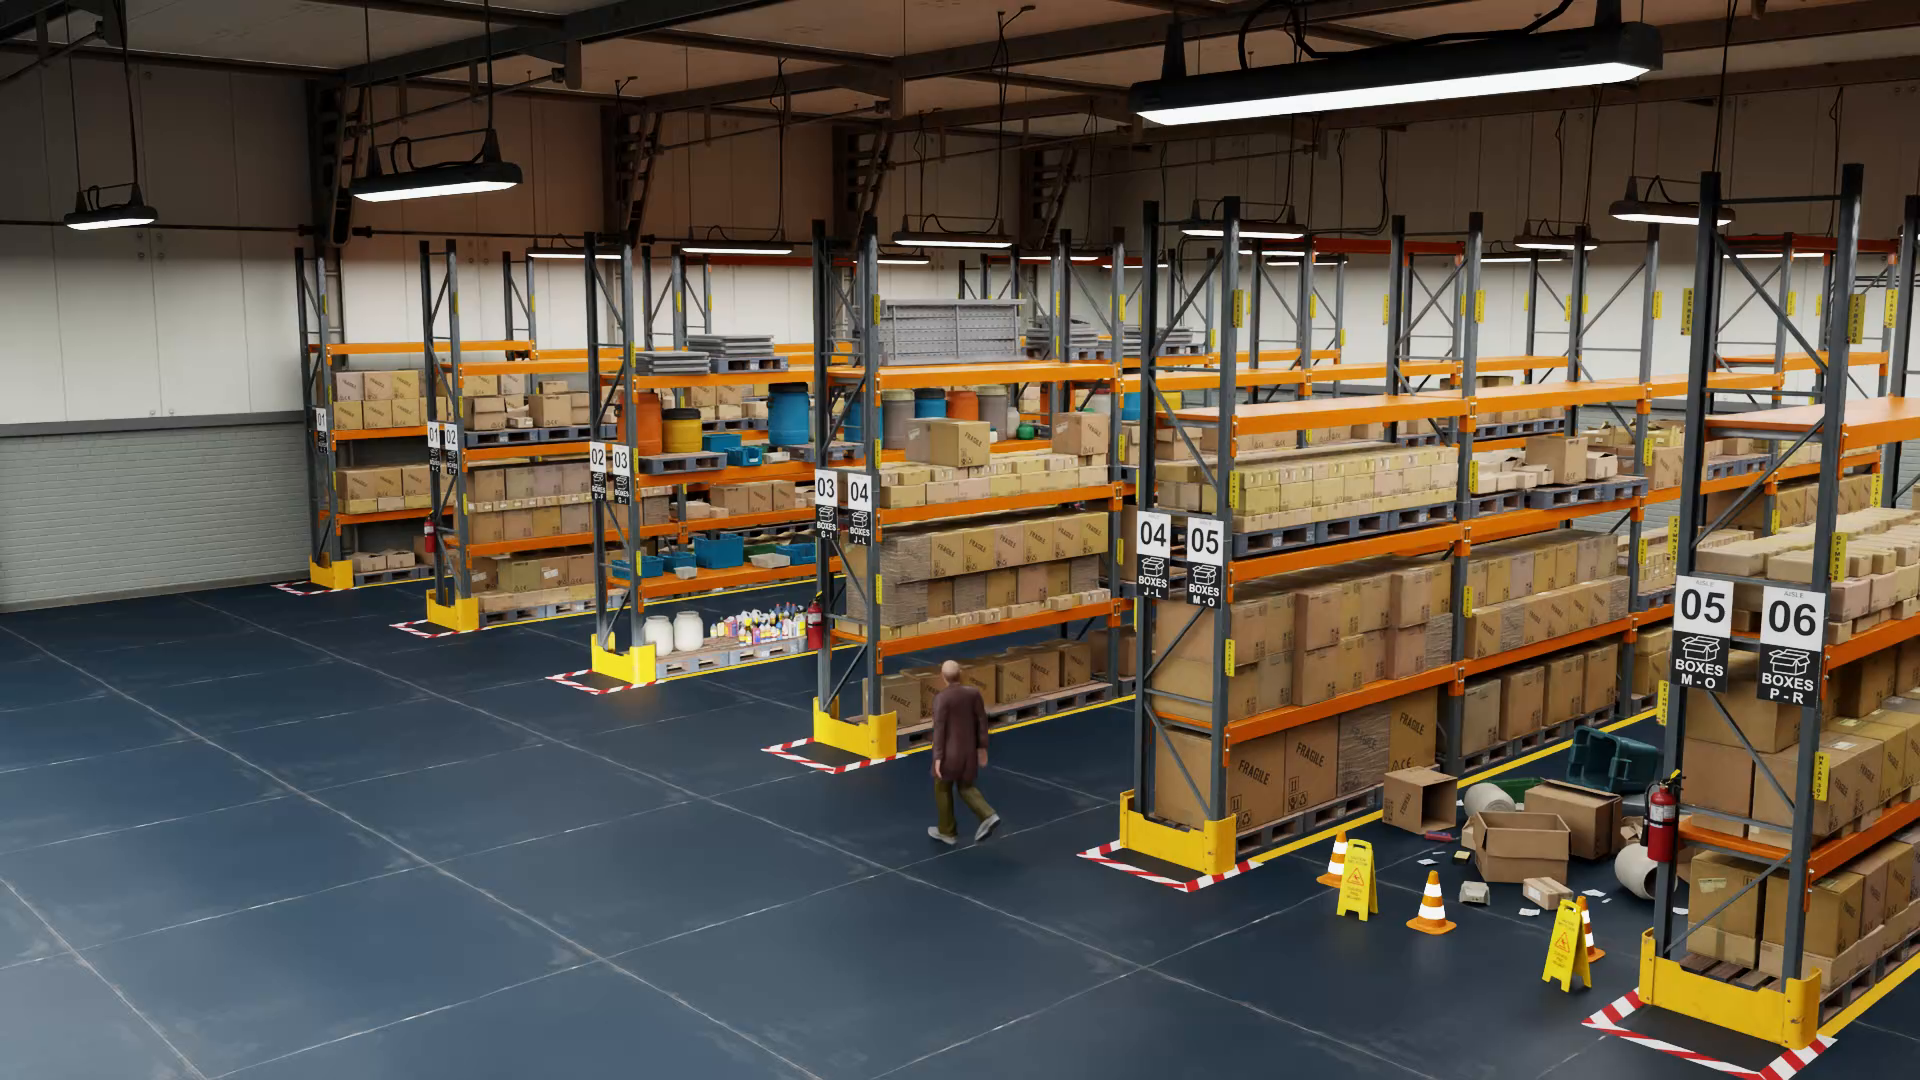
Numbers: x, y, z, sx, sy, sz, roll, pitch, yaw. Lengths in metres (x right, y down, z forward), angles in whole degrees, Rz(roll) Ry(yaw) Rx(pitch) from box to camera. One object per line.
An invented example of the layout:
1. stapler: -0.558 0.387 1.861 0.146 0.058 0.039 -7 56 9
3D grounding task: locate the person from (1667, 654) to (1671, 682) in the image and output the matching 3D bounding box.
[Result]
1. person: 8.296 1.593 18.739 0.618 1.724 0.667 5 10 29

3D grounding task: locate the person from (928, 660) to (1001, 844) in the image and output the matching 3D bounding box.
1. person: 0.019 2.058 15.618 0.592 1.664 0.839 -7 11 -38
